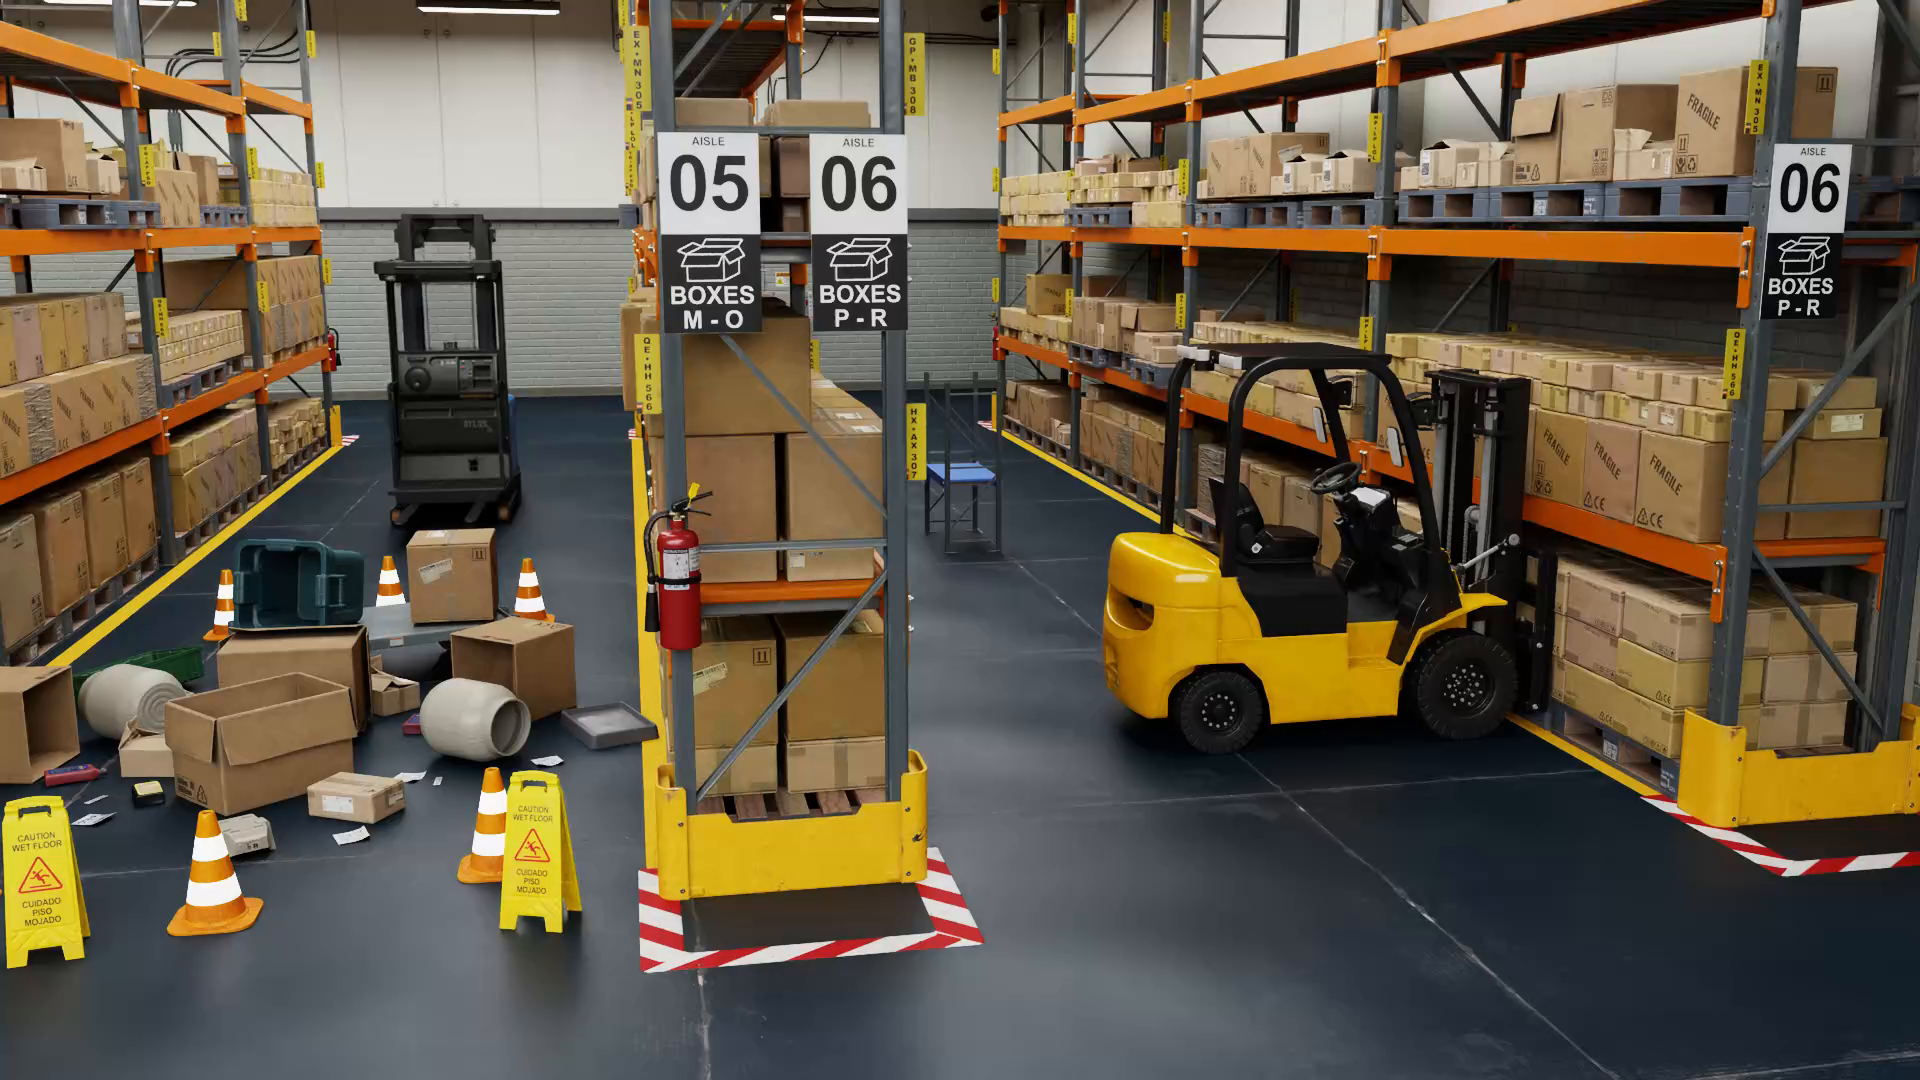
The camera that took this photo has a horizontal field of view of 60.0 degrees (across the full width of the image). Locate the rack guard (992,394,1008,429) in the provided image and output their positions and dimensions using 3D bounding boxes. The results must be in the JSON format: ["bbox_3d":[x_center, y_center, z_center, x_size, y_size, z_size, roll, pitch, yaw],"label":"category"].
[{"bbox_3d":[1.046,-1.844,23.547,1.175,0.500,0.348,-2,11,-11],"label":"rack guard"}]

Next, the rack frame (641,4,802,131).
[{"bbox_3d":[-1.503,-3.651,10.310,1.000,3.000,0.127,-2,11,-11],"label":"rack frame"}]

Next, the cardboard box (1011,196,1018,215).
[{"bbox_3d":[0.968,-4.448,22.126,0.500,0.250,0.500,-2,11,-10],"label":"cardboard box"}]

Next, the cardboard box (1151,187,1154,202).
[{"bbox_3d":[2.134,-3.459,16.662,0.380,0.149,0.250,-2,11,-11],"label":"cardboard box"}]

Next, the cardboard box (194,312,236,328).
[{"bbox_3d":[-7.572,-2.232,16.857,0.380,0.149,0.250,-2,11,-13],"label":"cardboard box"}]

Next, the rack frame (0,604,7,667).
[{"bbox_3d":[-6.339,-0.505,9.828,1.000,3.000,0.127,-2,11,-11],"label":"rack frame"}]

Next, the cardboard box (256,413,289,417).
[{"bbox_3d":[-8.028,-1.382,19.346,0.380,0.149,0.250,-3,11,-13],"label":"cardboard box"}]

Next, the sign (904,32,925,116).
[{"bbox_3d":[-0.193,-1.893,6.758,0.100,0.325,0.005,-2,11,-11],"label":"sign"}]

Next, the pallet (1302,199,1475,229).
[{"bbox_3d":[3.181,-2.426,12.408,0.805,0.209,1.217,-3,11,-13],"label":"pallet"}]

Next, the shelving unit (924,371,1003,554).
[{"bbox_3d":[0.017,-0.721,14.974,0.538,1.500,1.048,-2,11,-11],"label":"shelving unit"}]

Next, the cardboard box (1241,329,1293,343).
[{"bbox_3d":[2.630,-1.729,14.258,0.380,0.149,0.250,-2,11,-10],"label":"cardboard box"}]

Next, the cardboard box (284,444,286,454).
[{"bbox_3d":[-7.987,-1.042,19.150,0.380,0.149,0.250,-3,11,-13],"label":"cardboard box"}]

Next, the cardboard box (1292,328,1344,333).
[{"bbox_3d":[3.090,-1.747,14.351,0.380,0.149,0.250,-2,11,-11],"label":"cardboard box"}]

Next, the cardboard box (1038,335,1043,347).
[{"bbox_3d":[1.217,-2.562,21.305,0.380,0.149,0.250,-2,11,-11],"label":"cardboard box"}]

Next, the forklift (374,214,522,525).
[{"bbox_3d":[-4.955,-1.653,16.040,1.130,2.935,3.031,-2,11,-10],"label":"forklift"}]

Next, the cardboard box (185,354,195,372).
[{"bbox_3d":[-7.219,-1.608,15.171,0.380,0.149,0.250,-2,11,-9],"label":"cardboard box"}]

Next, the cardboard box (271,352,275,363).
[{"bbox_3d":[-7.903,-2.054,18.640,0.380,0.149,0.250,-3,11,-14],"label":"cardboard box"}]

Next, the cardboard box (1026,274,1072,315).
[{"bbox_3d":[1.147,-3.158,21.368,0.500,0.500,0.500,-2,11,-10],"label":"cardboard box"}]

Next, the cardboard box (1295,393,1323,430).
[{"bbox_3d":[2.907,-0.986,12.756,0.500,0.250,0.500,-2,11,-11],"label":"cardboard box"}]

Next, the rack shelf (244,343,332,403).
[{"bbox_3d":[-8.284,-1.986,19.531,1.077,0.370,4.000,-2,11,-11],"label":"rack shelf"}]

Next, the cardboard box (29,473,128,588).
[{"bbox_3d":[-6.914,-0.065,12.408,1.050,0.750,0.750,-2,11,-10],"label":"cardboard box"}]

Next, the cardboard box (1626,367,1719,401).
[{"bbox_3d":[3.711,-0.814,8.654,0.380,0.149,0.250,-2,11,-10],"label":"cardboard box"}]

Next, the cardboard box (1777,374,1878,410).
[{"bbox_3d":[4.287,-0.734,8.235,0.380,0.149,0.250,-2,11,-12],"label":"cardboard box"}]

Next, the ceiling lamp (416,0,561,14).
[{"bbox_3d":[-6.737,-9.123,23.451,2.000,3.185,0.800,-2,11,-11],"label":"ceiling lamp"}]

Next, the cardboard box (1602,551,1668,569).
[{"bbox_3d":[4.048,0.223,9.557,0.500,0.250,0.500,-2,11,-11],"label":"cardboard box"}]

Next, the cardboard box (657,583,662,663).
[{"bbox_3d":[-1.439,0.383,9.385,0.500,0.500,0.500,-2,11,-8],"label":"cardboard box"}]

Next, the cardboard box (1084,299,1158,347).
[{"bbox_3d":[1.784,-2.416,18.475,0.700,0.500,0.500,-2,11,-10],"label":"cardboard box"}]

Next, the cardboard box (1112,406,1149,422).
[{"bbox_3d":[1.887,-1.382,18.262,0.380,0.149,0.250,-2,11,-11],"label":"cardboard box"}]

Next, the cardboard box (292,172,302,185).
[{"bbox_3d":[-8.160,-4.357,20.039,0.380,0.149,0.250,-2,11,-10],"label":"cardboard box"}]

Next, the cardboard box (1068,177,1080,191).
[{"bbox_3d":[1.437,-4.033,18.827,0.380,0.149,0.250,-2,11,-9],"label":"cardboard box"}]

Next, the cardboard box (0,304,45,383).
[{"bbox_3d":[-6.641,-1.323,11.185,0.700,0.500,0.500,-2,11,-11],"label":"cardboard box"}]

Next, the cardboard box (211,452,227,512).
[{"bbox_3d":[-7.210,-0.542,15.585,0.500,0.500,0.500,-2,11,-12],"label":"cardboard box"}]

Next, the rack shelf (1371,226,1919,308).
[{"bbox_3d":[3.754,-1.638,9.683,1.077,0.370,4.000,-2,11,-11],"label":"rack shelf"}]

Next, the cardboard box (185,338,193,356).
[{"bbox_3d":[-7.221,-1.754,15.144,0.380,0.149,0.250,-2,11,-11],"label":"cardboard box"}]

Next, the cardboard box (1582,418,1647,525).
[{"bbox_3d":[3.698,-0.377,8.885,0.500,0.500,0.500,-2,11,-9],"label":"cardboard box"}]

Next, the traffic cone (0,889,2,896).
[{"bbox_3d":[-4.272,1.326,6.994,0.336,0.463,0.334,-2,11,-11],"label":"traffic cone"}]

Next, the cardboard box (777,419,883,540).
[{"bbox_3d":[-0.545,-0.262,7.489,0.500,0.500,0.500,-2,11,-12],"label":"cardboard box"}]

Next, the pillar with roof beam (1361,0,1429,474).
[{"bbox_3d":[-0.498,-4.203,13.210,9.100,9.000,0.400,-2,11,-11],"label":"pillar with roof beam"}]

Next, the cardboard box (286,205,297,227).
[{"bbox_3d":[-8.013,-3.750,19.258,0.500,0.250,0.500,-2,11,-8],"label":"cardboard box"}]

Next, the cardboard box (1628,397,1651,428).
[{"bbox_3d":[3.731,-0.668,8.681,0.380,0.149,0.250,-2,11,-10],"label":"cardboard box"}]

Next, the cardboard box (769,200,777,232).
[{"bbox_3d":[-0.700,-1.532,7.873,0.380,0.149,0.250,-2,11,-11],"label":"cardboard box"}]

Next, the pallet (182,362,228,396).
[{"bbox_3d":[-7.542,-1.506,15.600,1.003,0.211,1.213,-2,11,-11],"label":"pallet"}]

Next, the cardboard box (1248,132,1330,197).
[{"bbox_3d":[2.687,-3.068,13.614,0.500,0.500,0.500,-2,11,-10],"label":"cardboard box"}]

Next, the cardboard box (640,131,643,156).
[{"bbox_3d":[-1.616,-2.231,9.414,0.380,0.149,0.250,-2,11,-11],"label":"cardboard box"}]

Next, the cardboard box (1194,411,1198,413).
[{"bbox_3d":[2.476,-1.309,17.877,0.380,0.149,0.250,-3,11,-13],"label":"cardboard box"}]

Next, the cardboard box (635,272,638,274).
[{"bbox_3d":[-3.422,-2.788,18.879,0.500,0.500,0.500,-2,11,-11],"label":"cardboard box"}]

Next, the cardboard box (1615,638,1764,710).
[{"bbox_3d":[3.742,0.670,8.549,0.500,0.250,0.500,-2,11,-12],"label":"cardboard box"}]

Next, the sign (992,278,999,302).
[{"bbox_3d":[0.499,-3.491,23.201,0.100,0.325,0.005,-2,11,-11],"label":"sign"}]

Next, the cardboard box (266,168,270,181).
[{"bbox_3d":[-7.915,-4.067,18.517,0.380,0.149,0.250,-2,11,-13],"label":"cardboard box"}]

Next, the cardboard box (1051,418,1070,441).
[{"bbox_3d":[1.343,-1.372,20.573,0.396,0.266,0.258,-2,11,-9],"label":"cardboard box"}]

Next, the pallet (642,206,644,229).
[{"bbox_3d":[-1.724,-2.392,12.222,1.213,0.211,1.003,-2,11,-11],"label":"pallet"}]

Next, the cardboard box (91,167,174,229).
[{"bbox_3d":[-6.967,-2.876,13.994,0.500,0.500,0.500,-2,11,-11],"label":"cardboard box"}]

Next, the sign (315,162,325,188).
[{"bbox_3d":[-8.125,-4.631,21.115,0.100,0.325,0.005,-2,11,-11],"label":"sign"}]

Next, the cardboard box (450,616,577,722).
[{"bbox_3d":[-2.630,0.769,9.812,0.500,0.500,0.500,6,12,28],"label":"cardboard box"}]
